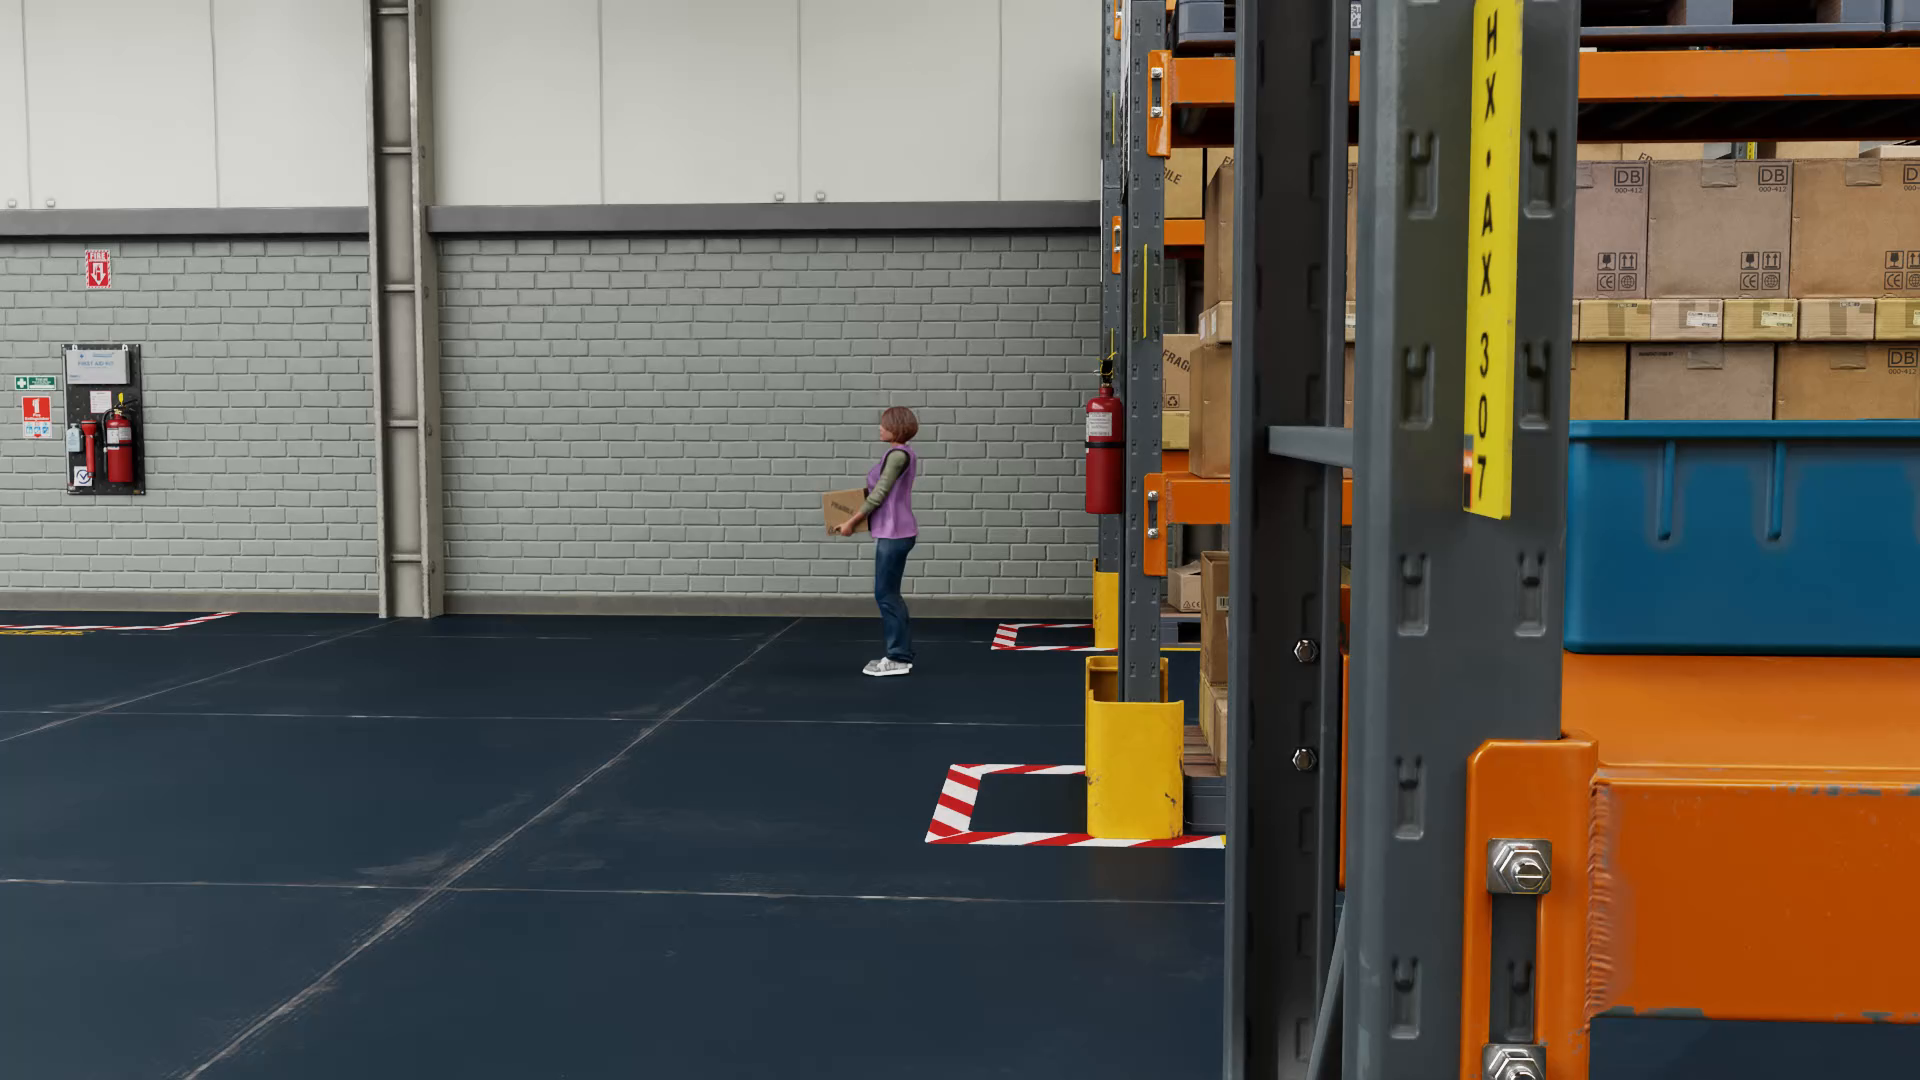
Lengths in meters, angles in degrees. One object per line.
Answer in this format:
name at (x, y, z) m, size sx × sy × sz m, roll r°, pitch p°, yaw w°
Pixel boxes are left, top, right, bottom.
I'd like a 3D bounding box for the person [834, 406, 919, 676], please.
person at (-0.488, 0.002, 9.875) m, size 0.494 × 1.594 × 0.404 m, roll 0°, pitch 4°, yaw 5°
